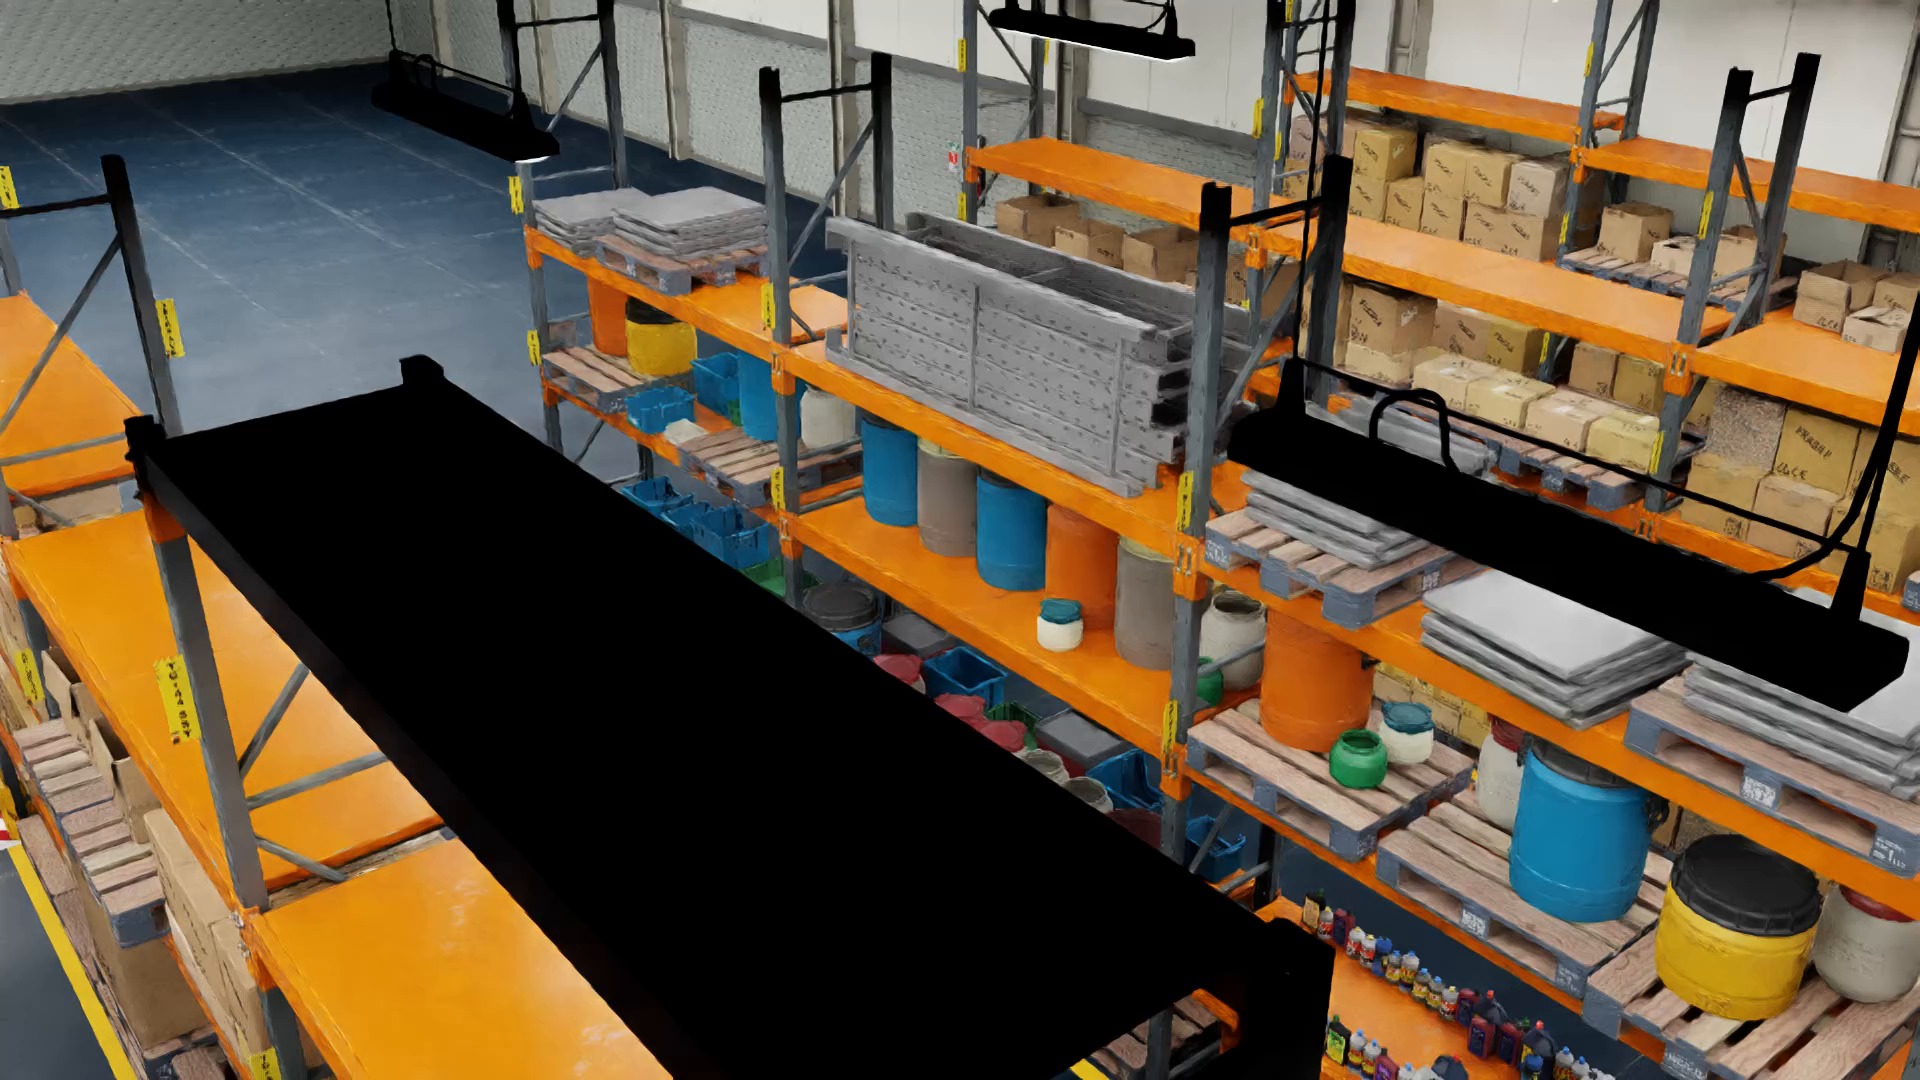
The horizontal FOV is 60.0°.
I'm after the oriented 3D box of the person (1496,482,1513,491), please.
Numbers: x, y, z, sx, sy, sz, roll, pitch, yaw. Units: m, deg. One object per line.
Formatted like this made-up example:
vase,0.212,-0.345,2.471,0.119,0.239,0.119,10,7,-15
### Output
person,5.172,0.198,15.997,0.448,1.590,1.110,-18,31,-32
